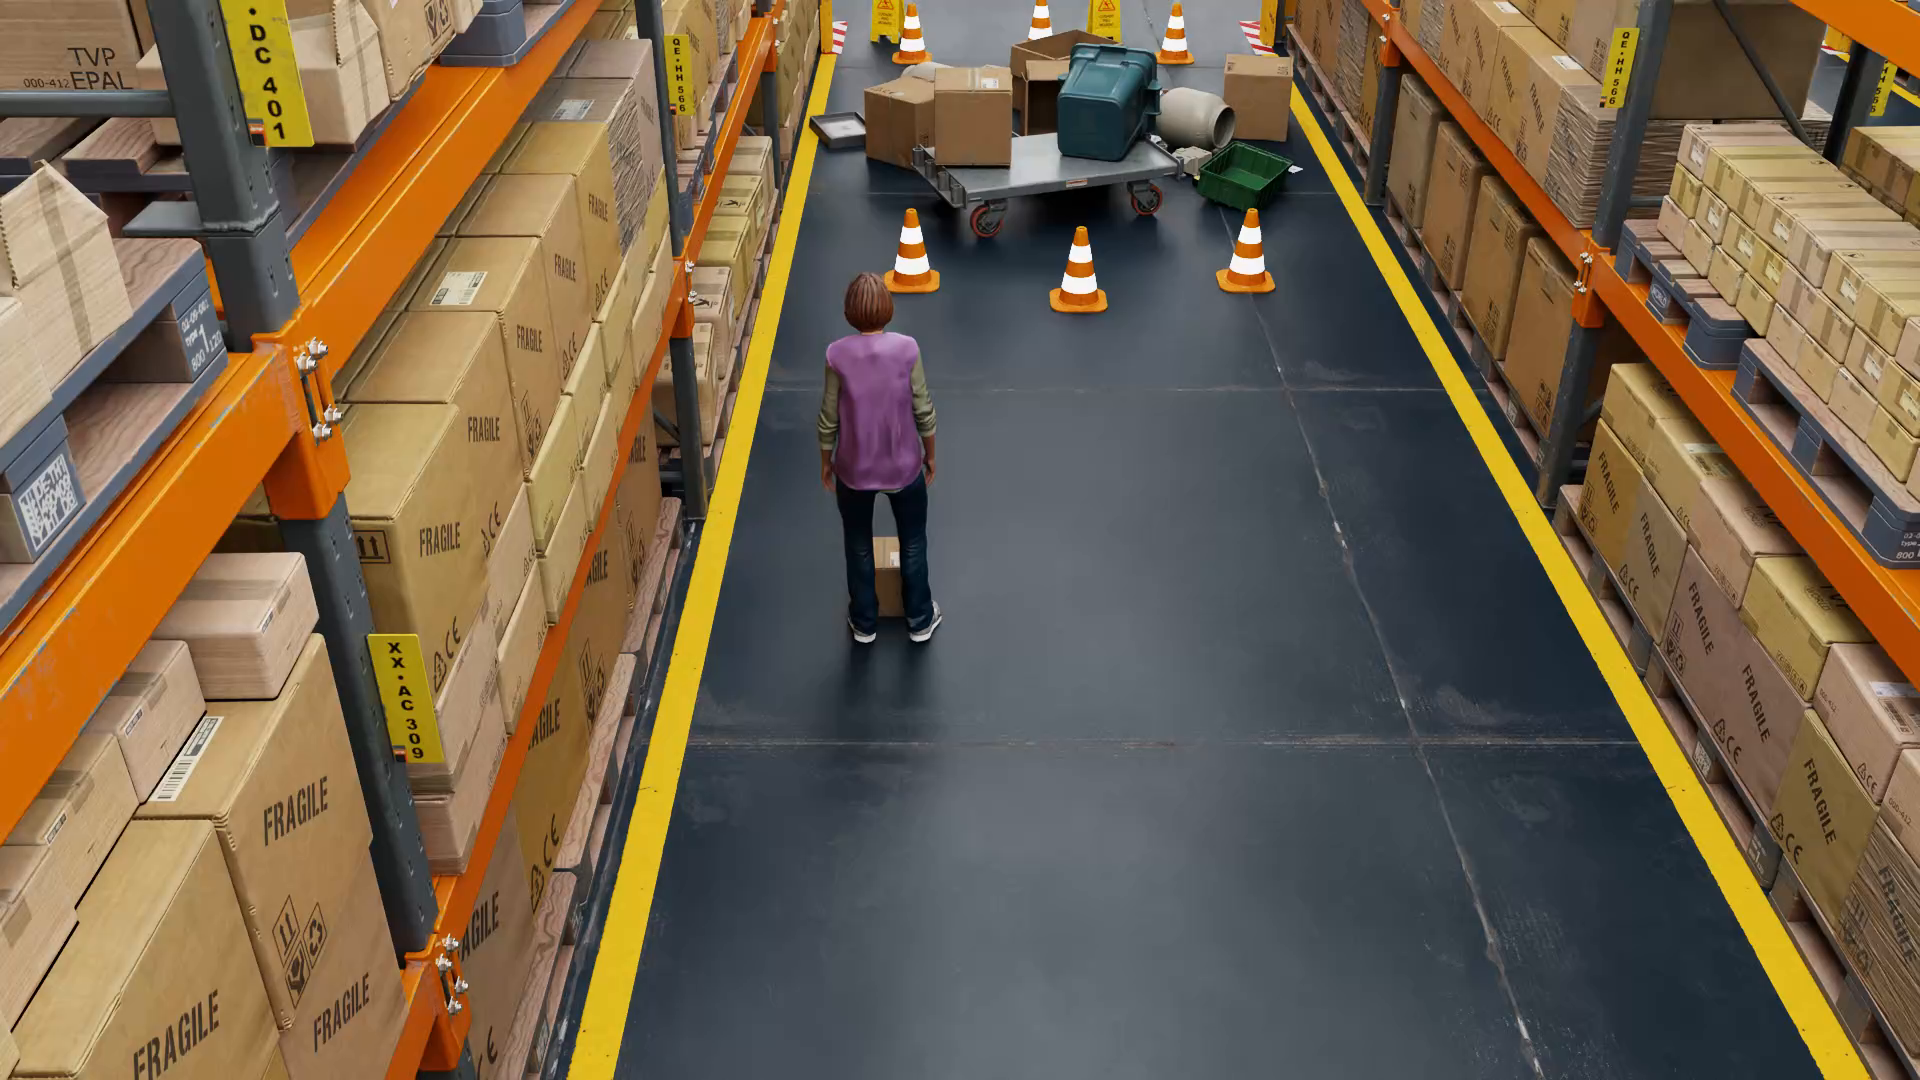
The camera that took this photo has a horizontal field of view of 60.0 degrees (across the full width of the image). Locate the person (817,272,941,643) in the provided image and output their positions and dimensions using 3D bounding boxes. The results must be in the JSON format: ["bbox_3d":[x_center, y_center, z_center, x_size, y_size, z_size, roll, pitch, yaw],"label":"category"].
[{"bbox_3d":[-0.317,-0.287,6.605,0.484,1.593,0.344,-2,32,-3],"label":"person"}]
